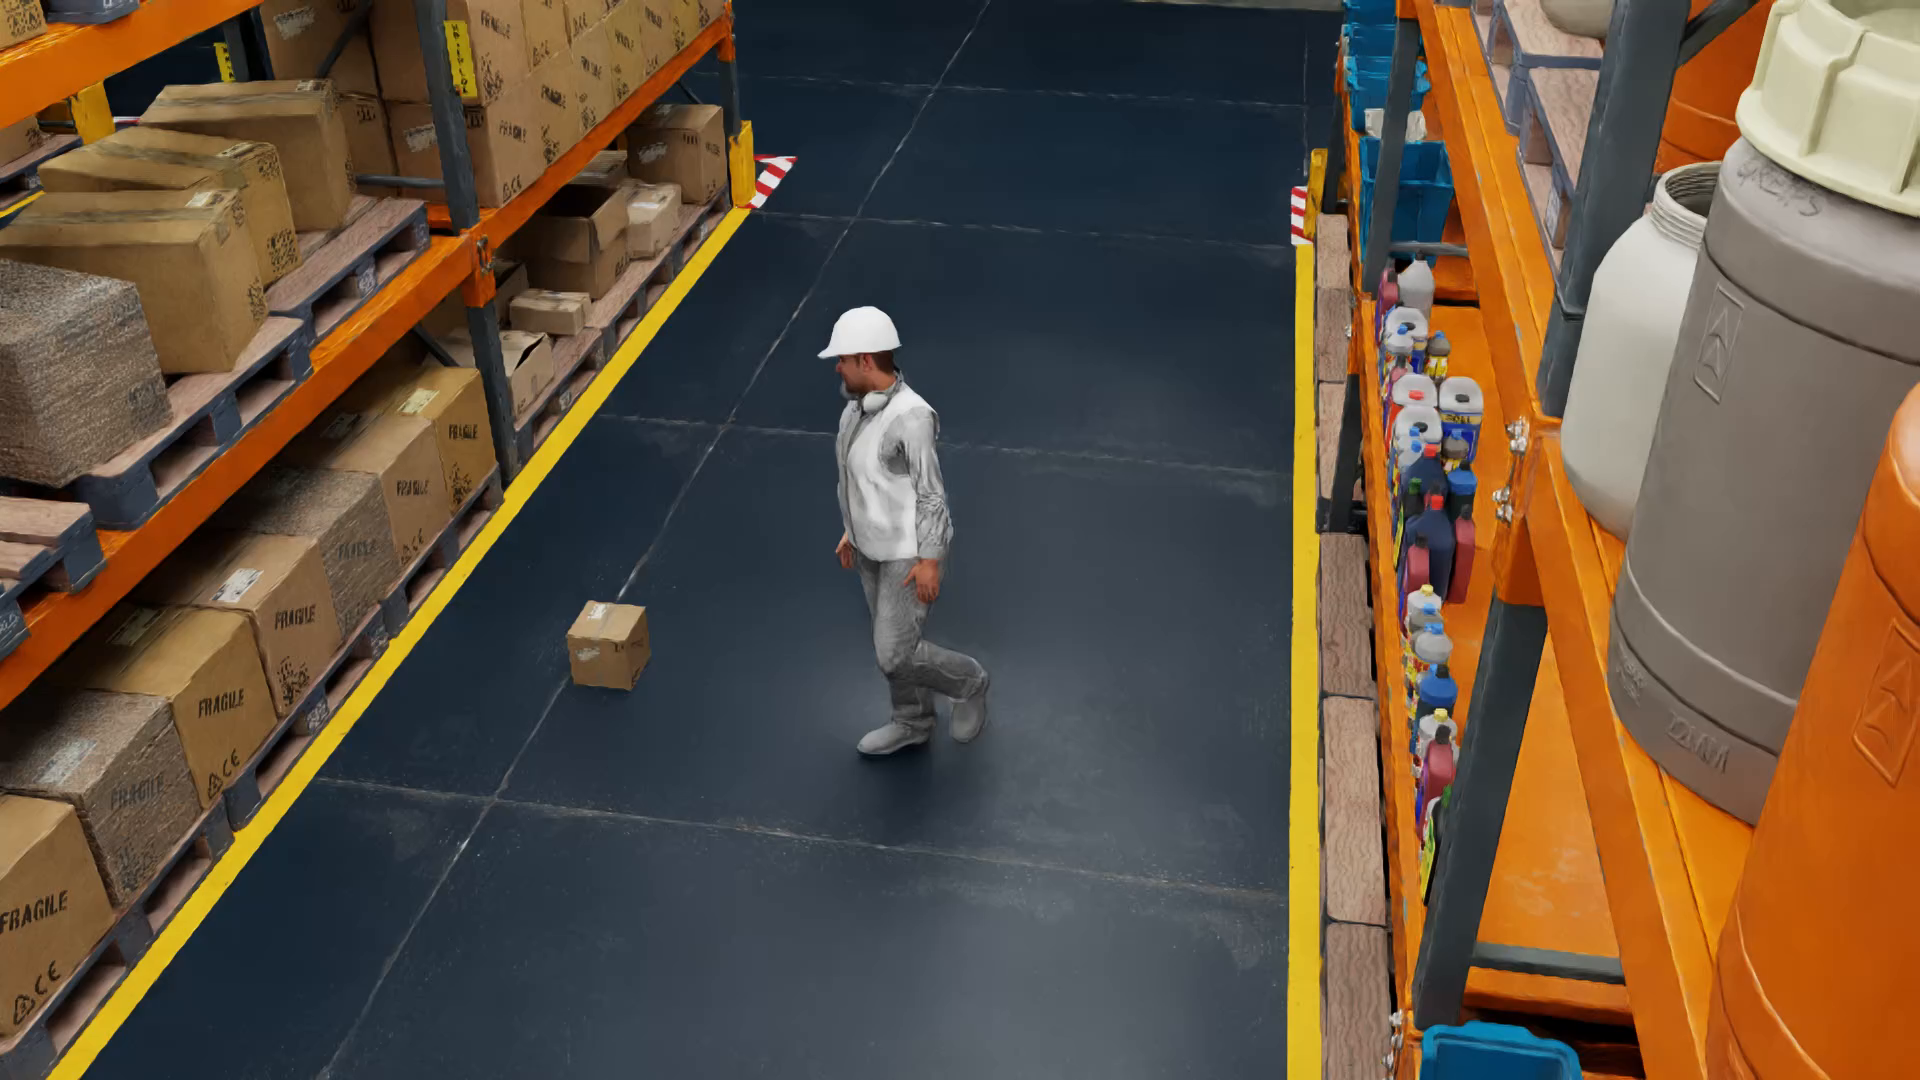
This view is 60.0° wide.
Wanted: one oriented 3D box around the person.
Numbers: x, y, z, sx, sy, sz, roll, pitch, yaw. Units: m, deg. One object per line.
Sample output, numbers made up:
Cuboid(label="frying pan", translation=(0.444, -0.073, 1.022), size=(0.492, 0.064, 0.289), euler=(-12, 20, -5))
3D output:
Cuboid(label="person", translation=(-0.208, -0.015, 6.141), size=(0.523, 1.751, 0.592), euler=(-18, 36, -26))
